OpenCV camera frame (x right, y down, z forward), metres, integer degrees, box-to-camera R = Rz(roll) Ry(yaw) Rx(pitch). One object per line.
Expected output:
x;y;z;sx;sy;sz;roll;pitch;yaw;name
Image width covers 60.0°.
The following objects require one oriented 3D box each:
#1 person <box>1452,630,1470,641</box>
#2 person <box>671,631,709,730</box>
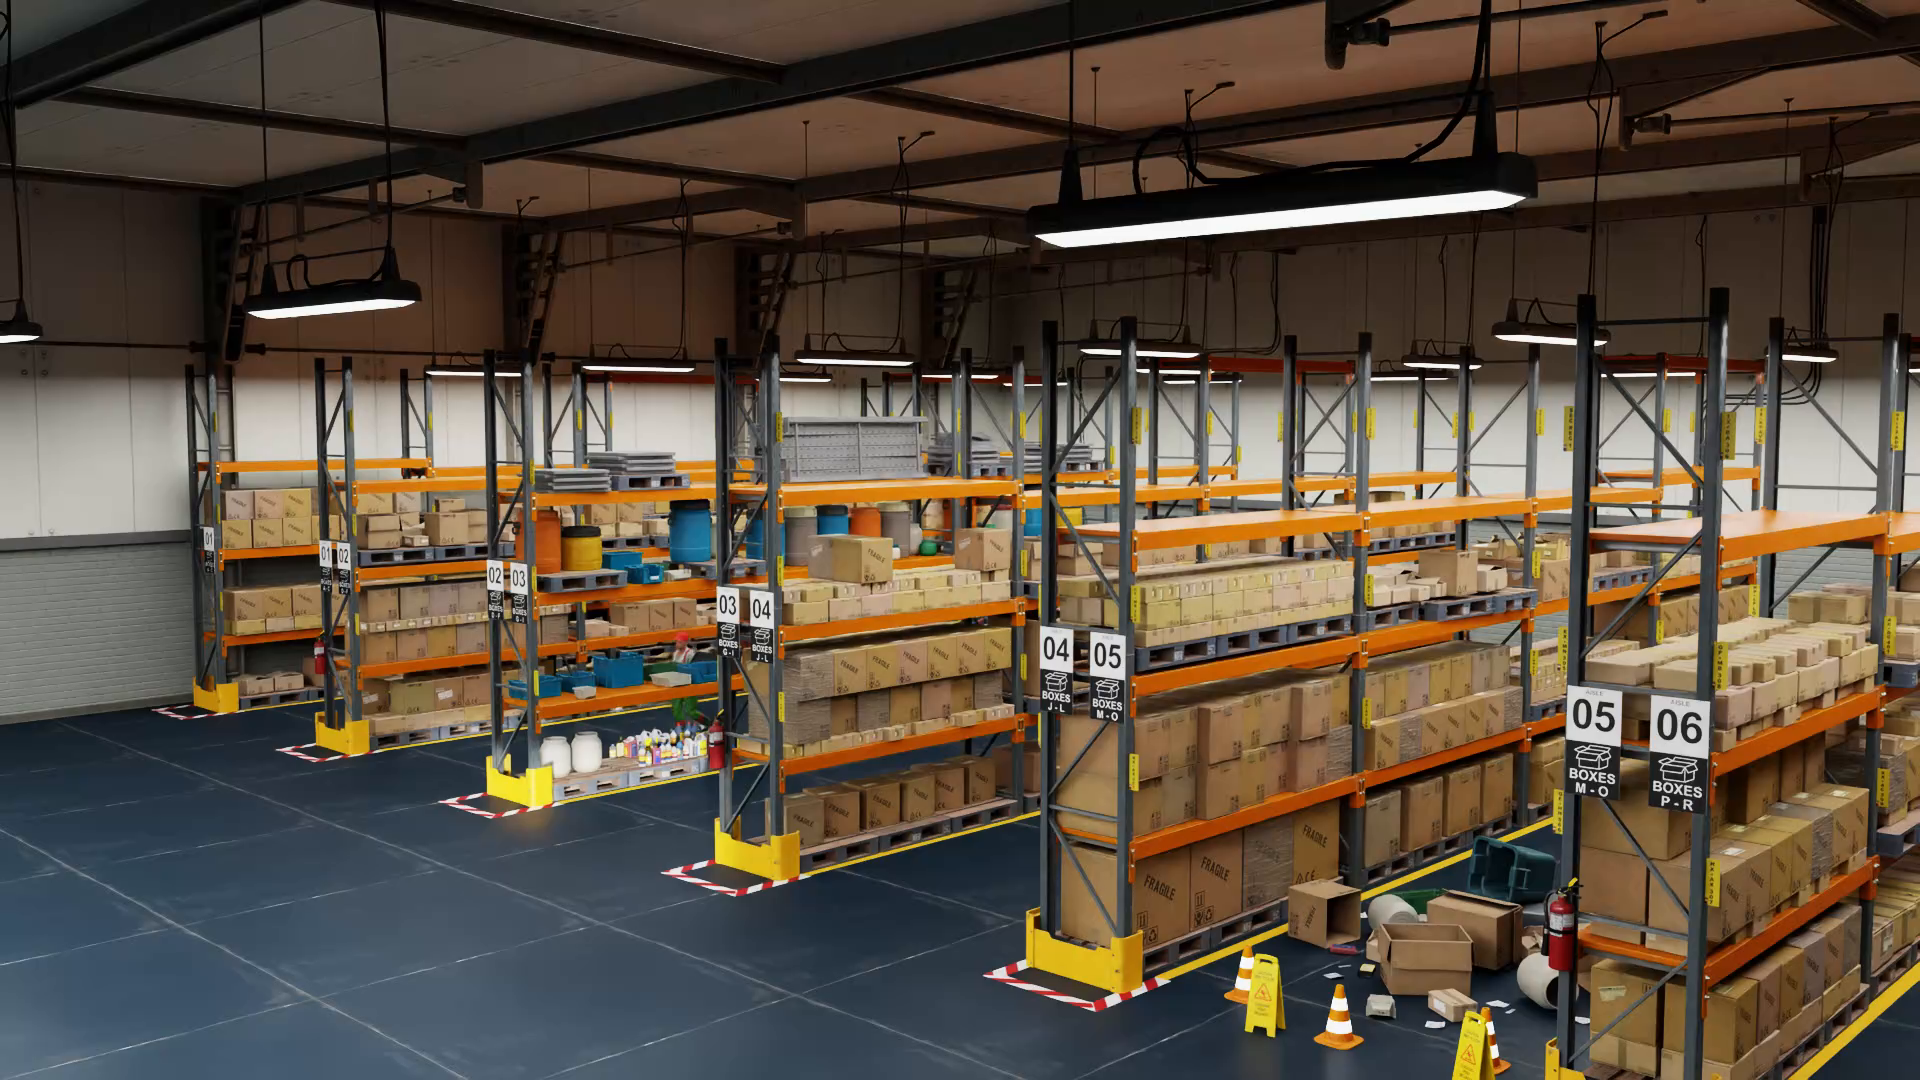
9.960;1.803;33.173;1.064;1.604;0.481;-4;6;-43;person
-4.265;2.292;26.113;0.603;1.768;0.678;3;5;33;person
